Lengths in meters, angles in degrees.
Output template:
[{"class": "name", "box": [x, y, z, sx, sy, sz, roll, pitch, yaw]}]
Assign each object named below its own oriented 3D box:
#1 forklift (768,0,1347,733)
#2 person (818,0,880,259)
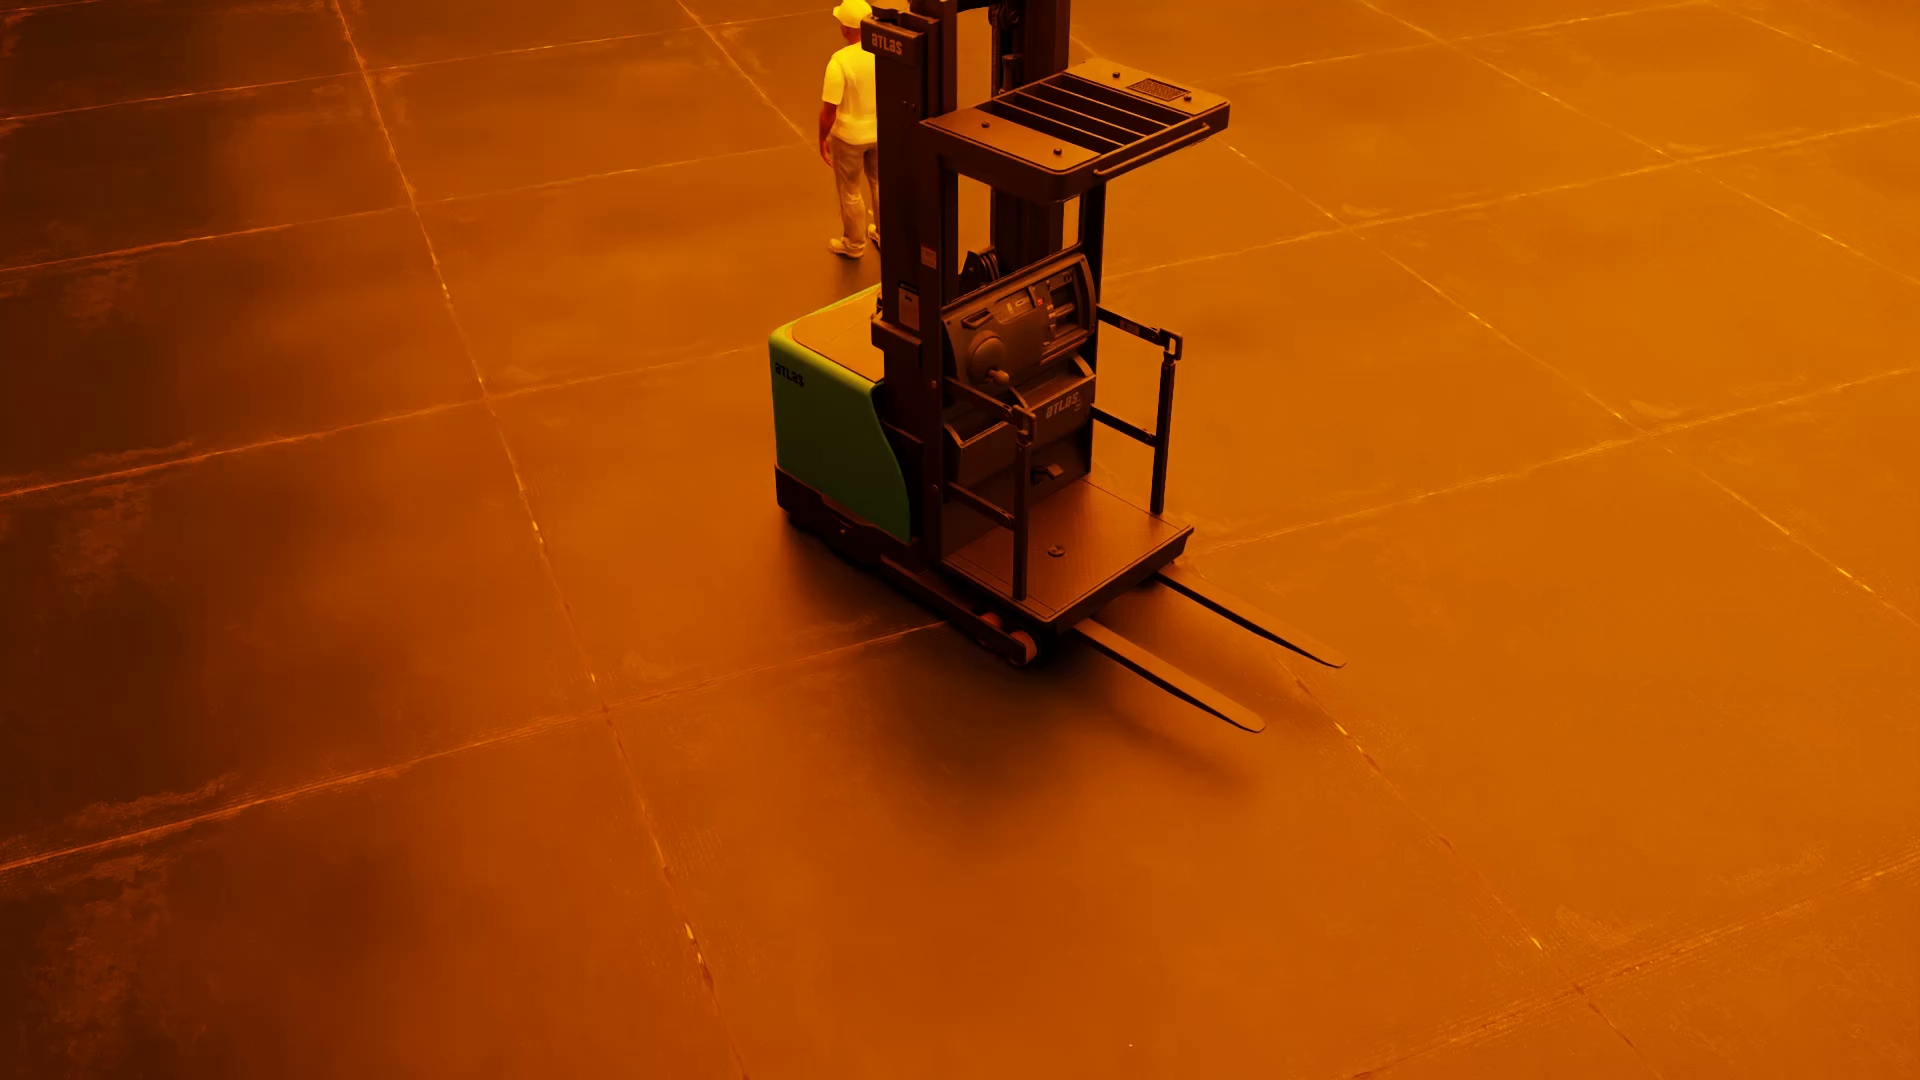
[{"class": "forklift", "box": [0.432, -0.946, 7.429, 3.031, 2.935, 1.130, 30, 45, 35]}, {"class": "person", "box": [-0.667, -2.693, 10.895, 0.662, 1.776, 0.517, -21, 40, -26]}]
